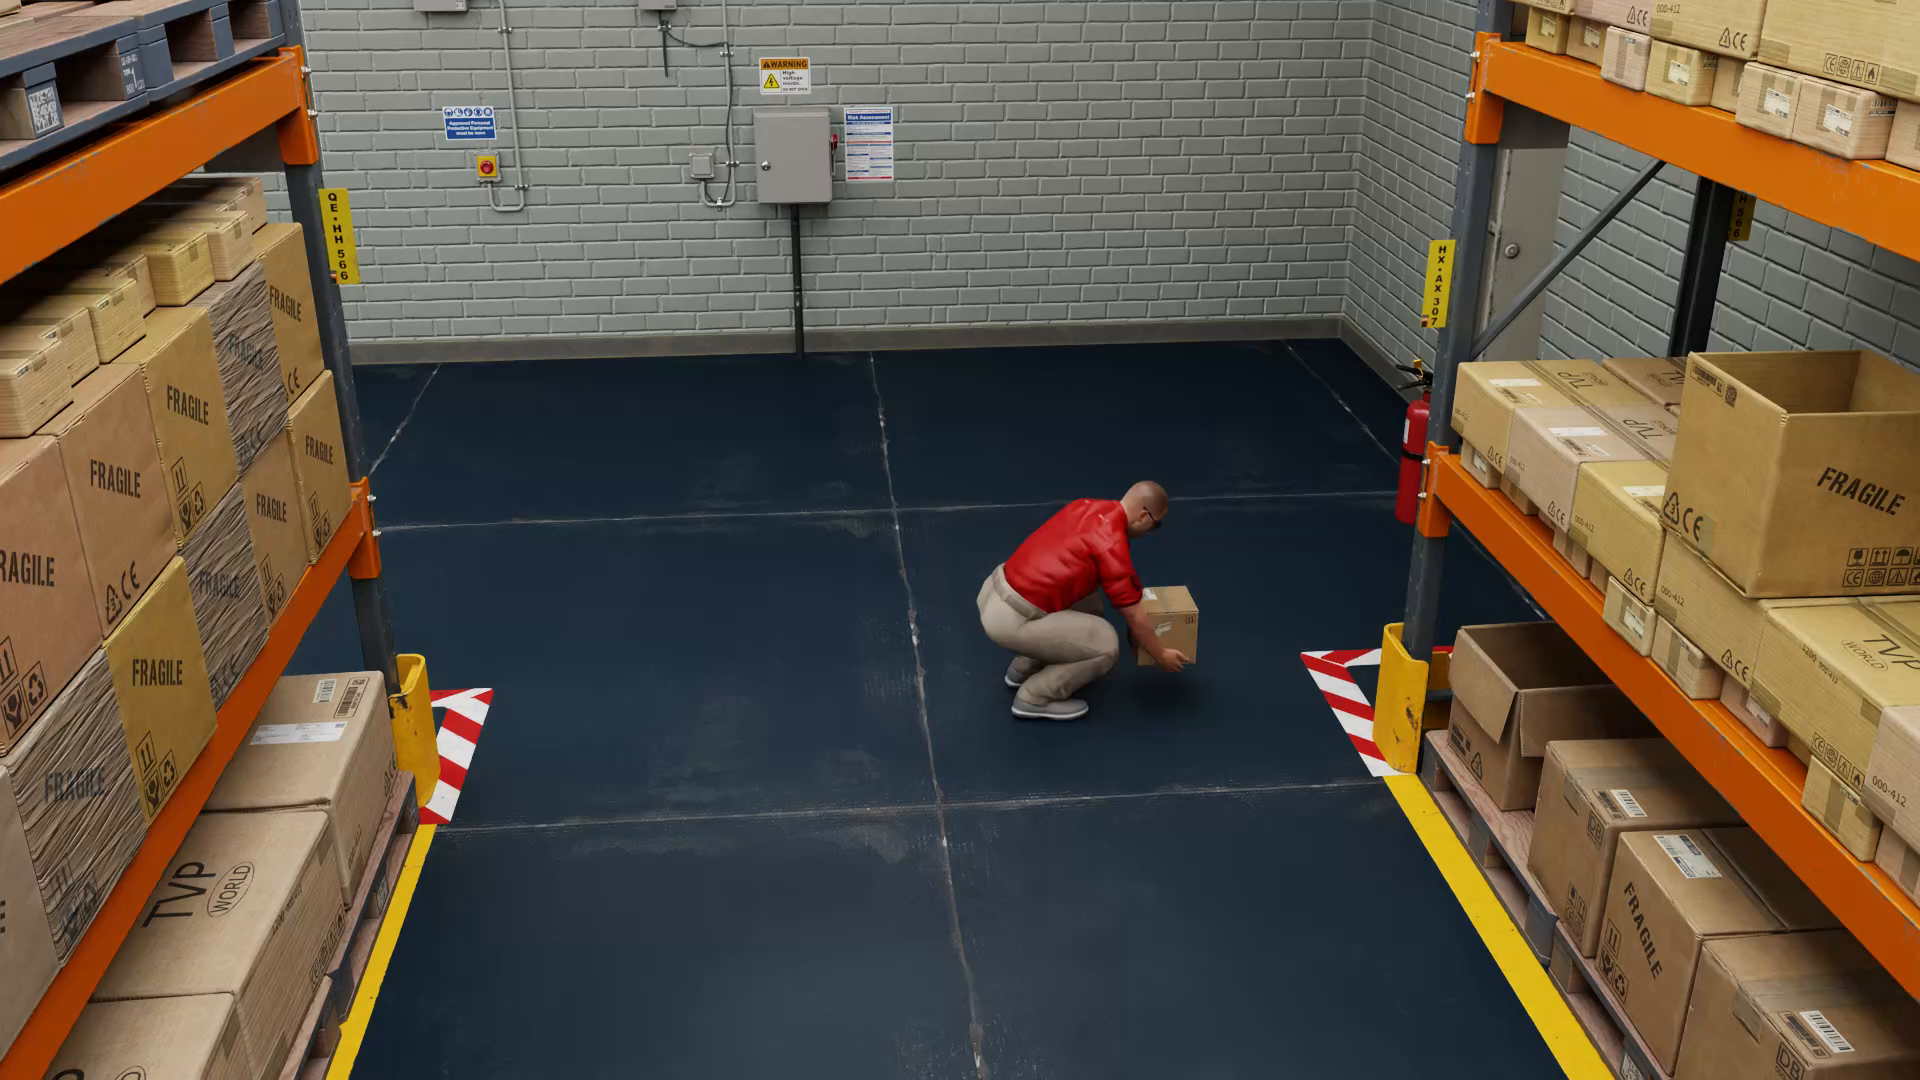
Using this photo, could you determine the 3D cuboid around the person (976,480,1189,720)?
[{"bbox_3d":[0.514,0.232,7.047,0.884,0.972,0.567,-2,24,-5],"label":"person"}]
